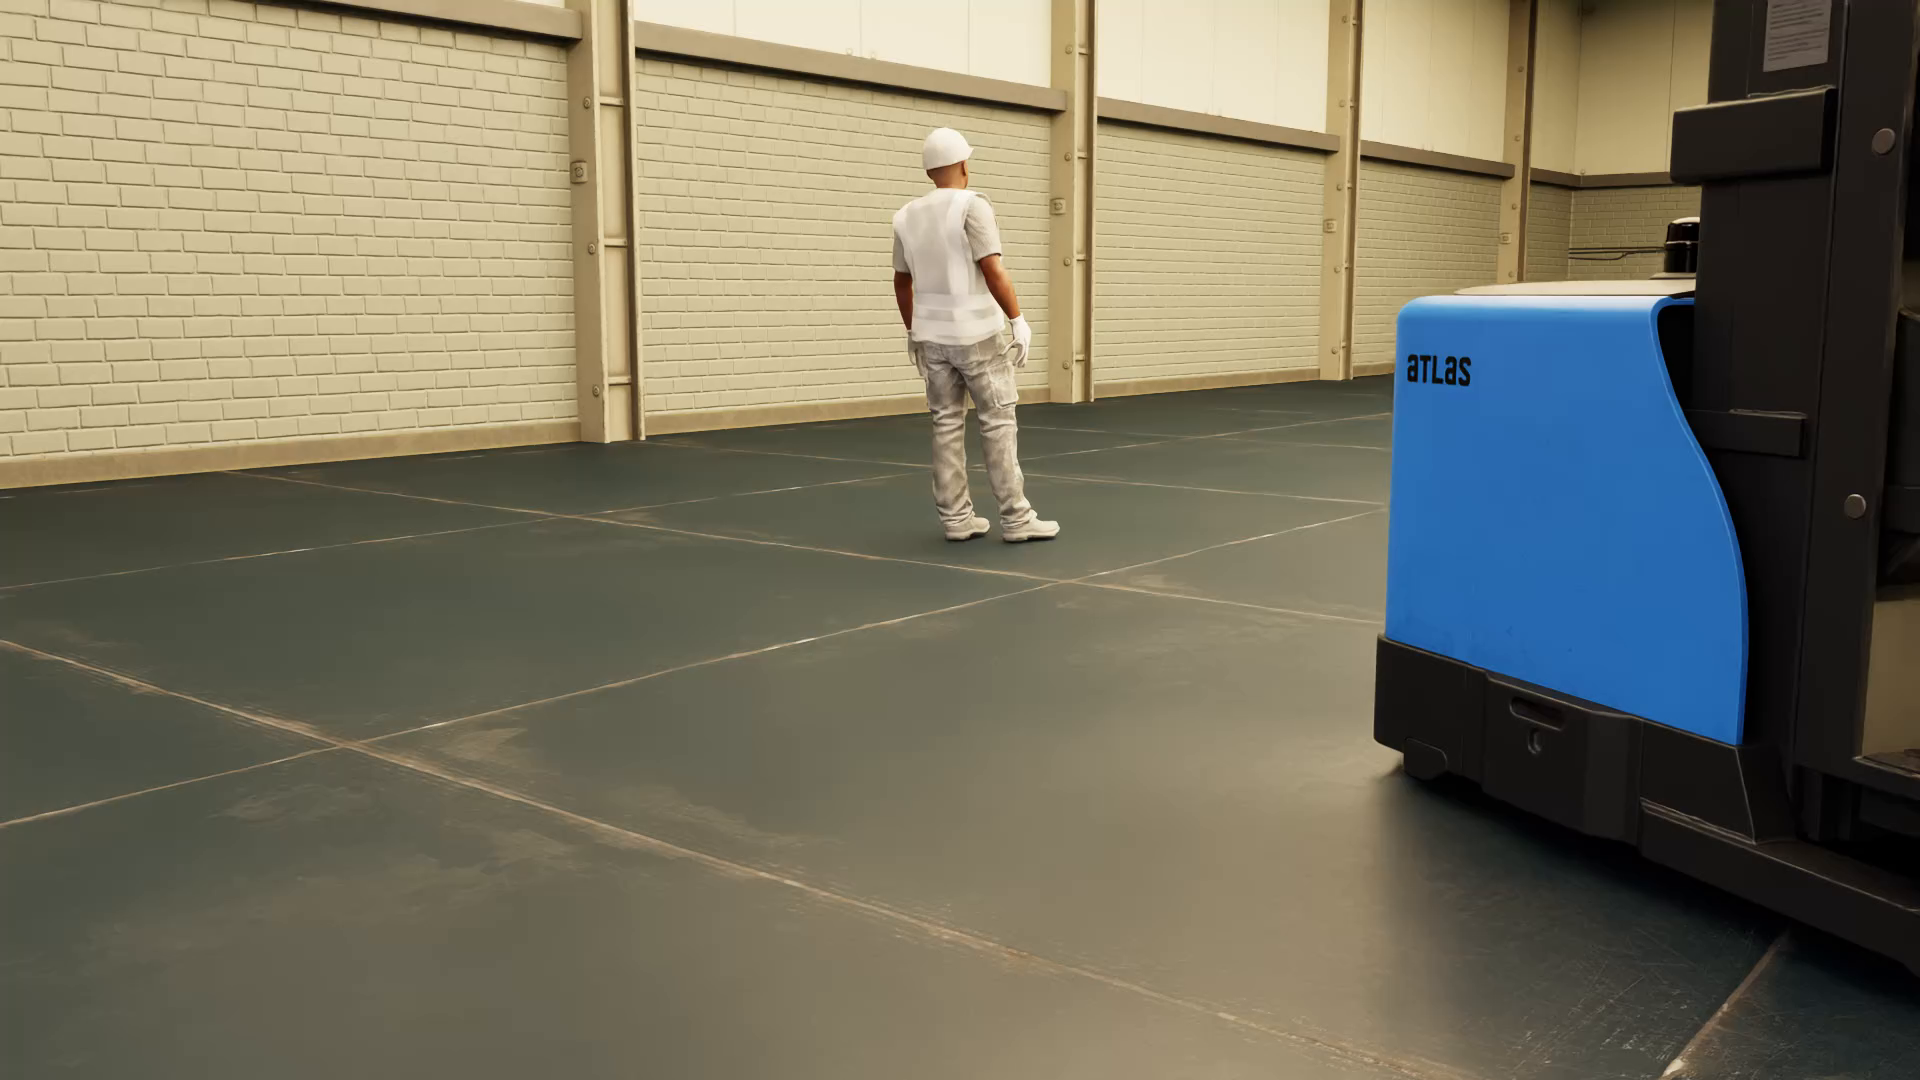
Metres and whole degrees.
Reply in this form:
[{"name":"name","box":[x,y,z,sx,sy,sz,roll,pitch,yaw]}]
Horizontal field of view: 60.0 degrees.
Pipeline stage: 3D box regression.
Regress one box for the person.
[{"name":"person","box":[0.058,-0.898,7.331,0.656,1.782,0.559,7,11,38]}]
